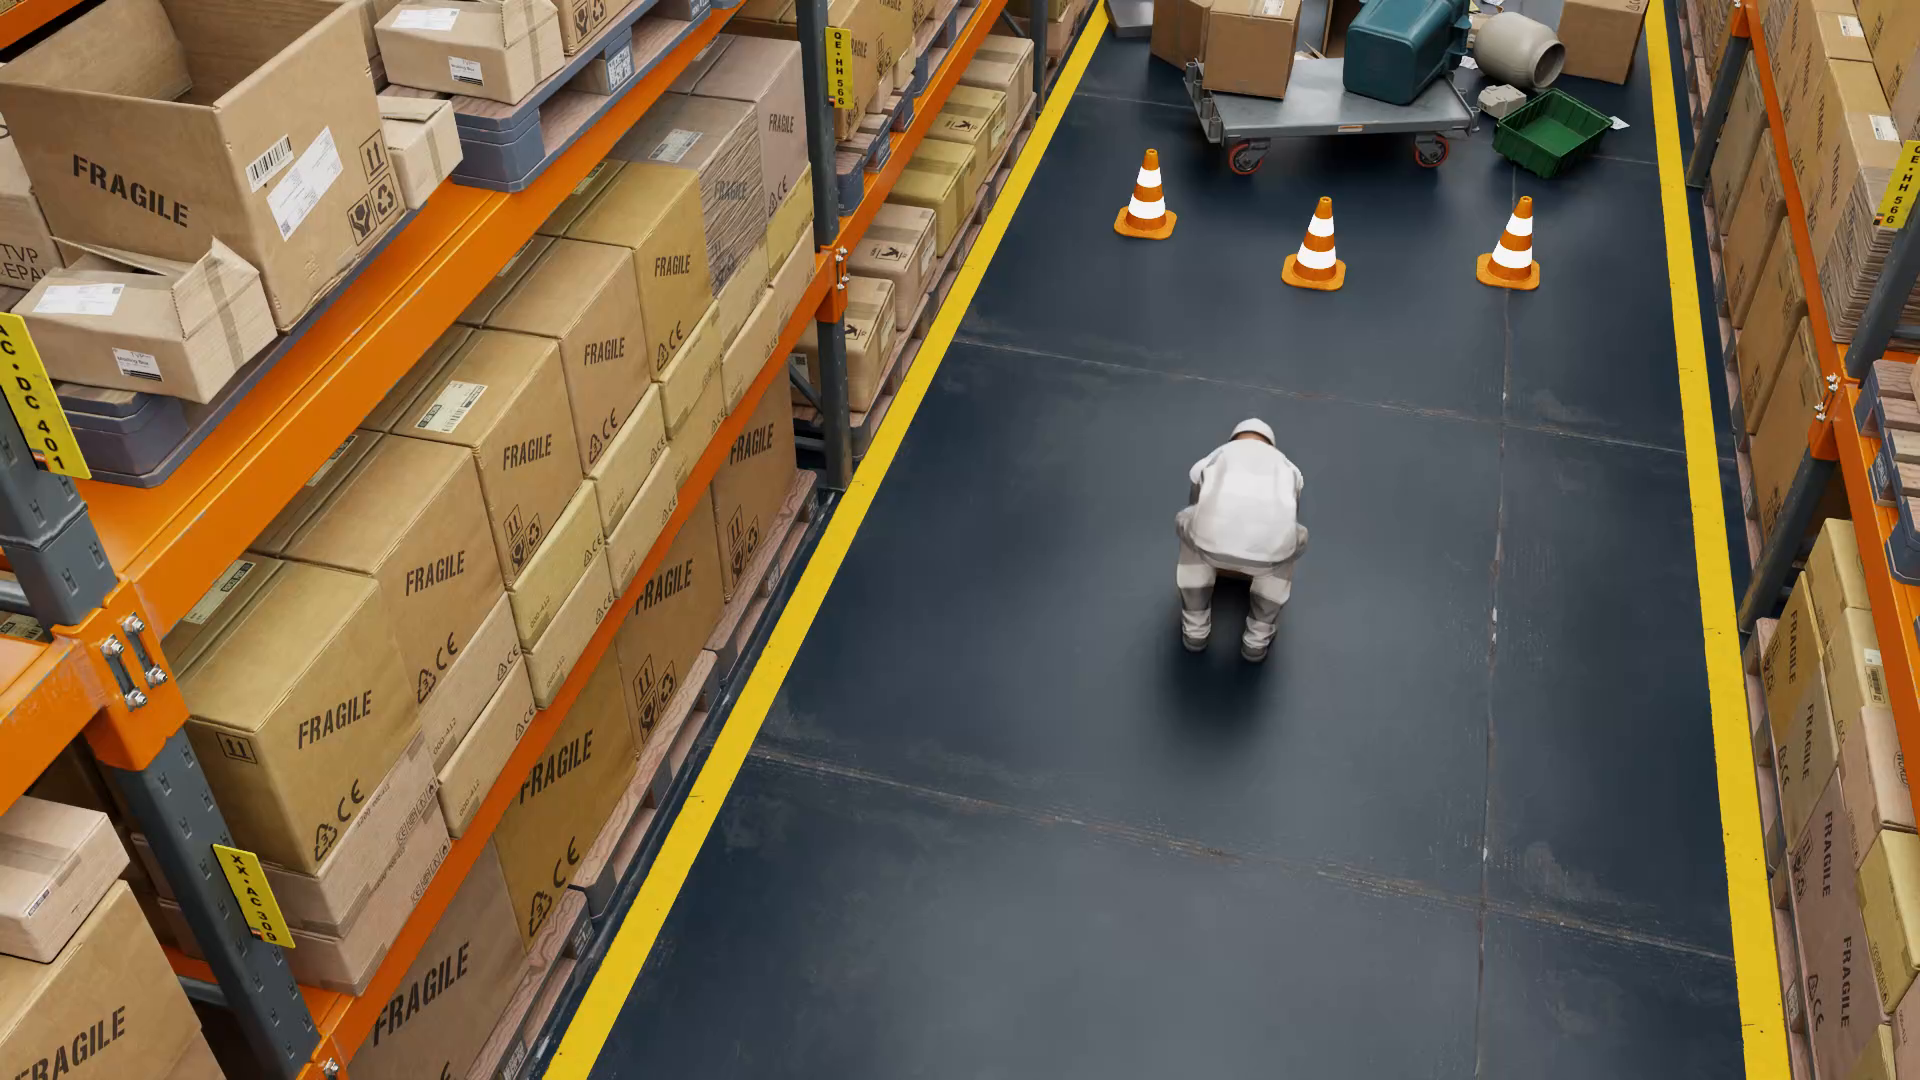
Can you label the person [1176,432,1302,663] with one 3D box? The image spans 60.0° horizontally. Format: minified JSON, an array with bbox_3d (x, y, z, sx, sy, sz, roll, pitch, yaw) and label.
[{"bbox_3d":[15.330,-3.082,10.422,26.103,0.914,16.224,8,41,9],"label":"person"}]
